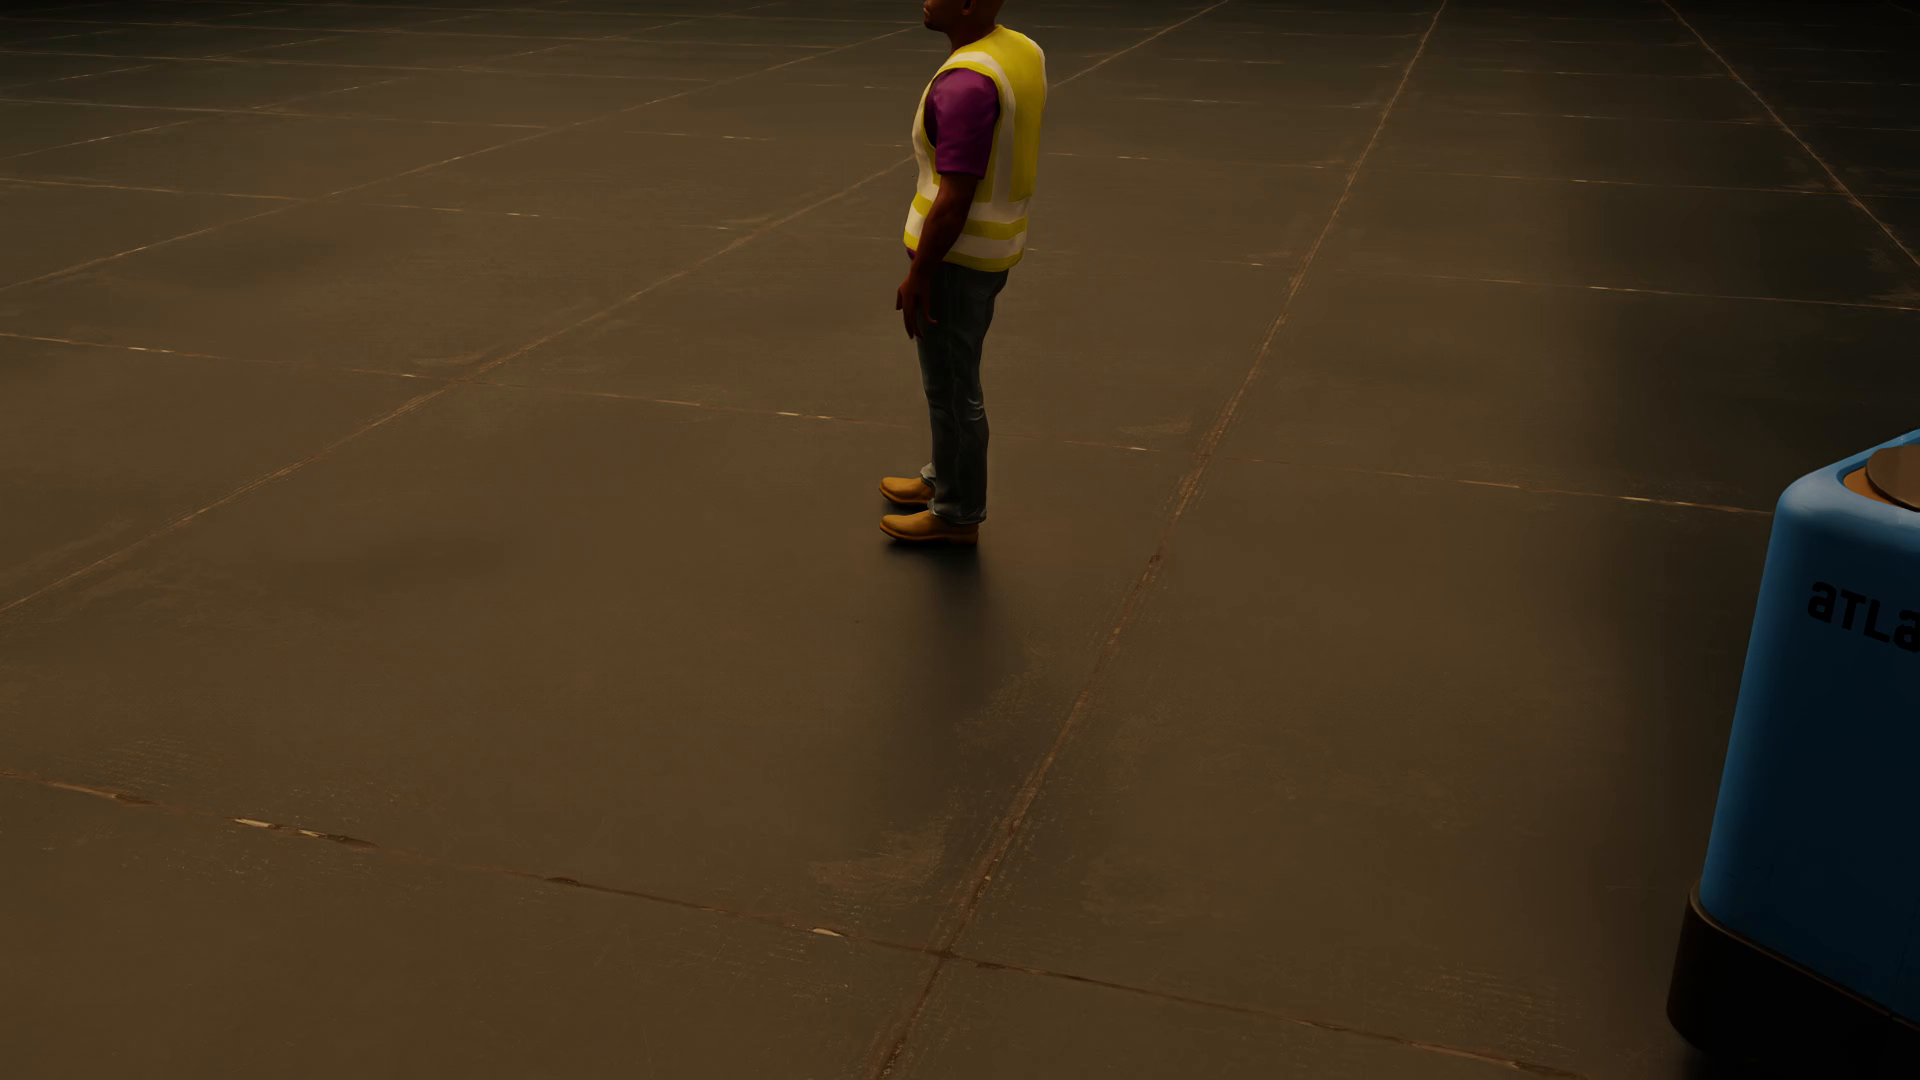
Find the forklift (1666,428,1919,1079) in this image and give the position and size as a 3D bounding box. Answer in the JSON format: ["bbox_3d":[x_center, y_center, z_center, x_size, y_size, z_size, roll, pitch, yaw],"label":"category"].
[{"bbox_3d":[2.527,-0.115,1.558,1.130,2.935,3.031,-16,27,-34],"label":"forklift"}]

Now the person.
[{"bbox_3d":[-0.064,-0.833,4.805,0.577,1.765,0.666,7,23,16],"label":"person"}]
